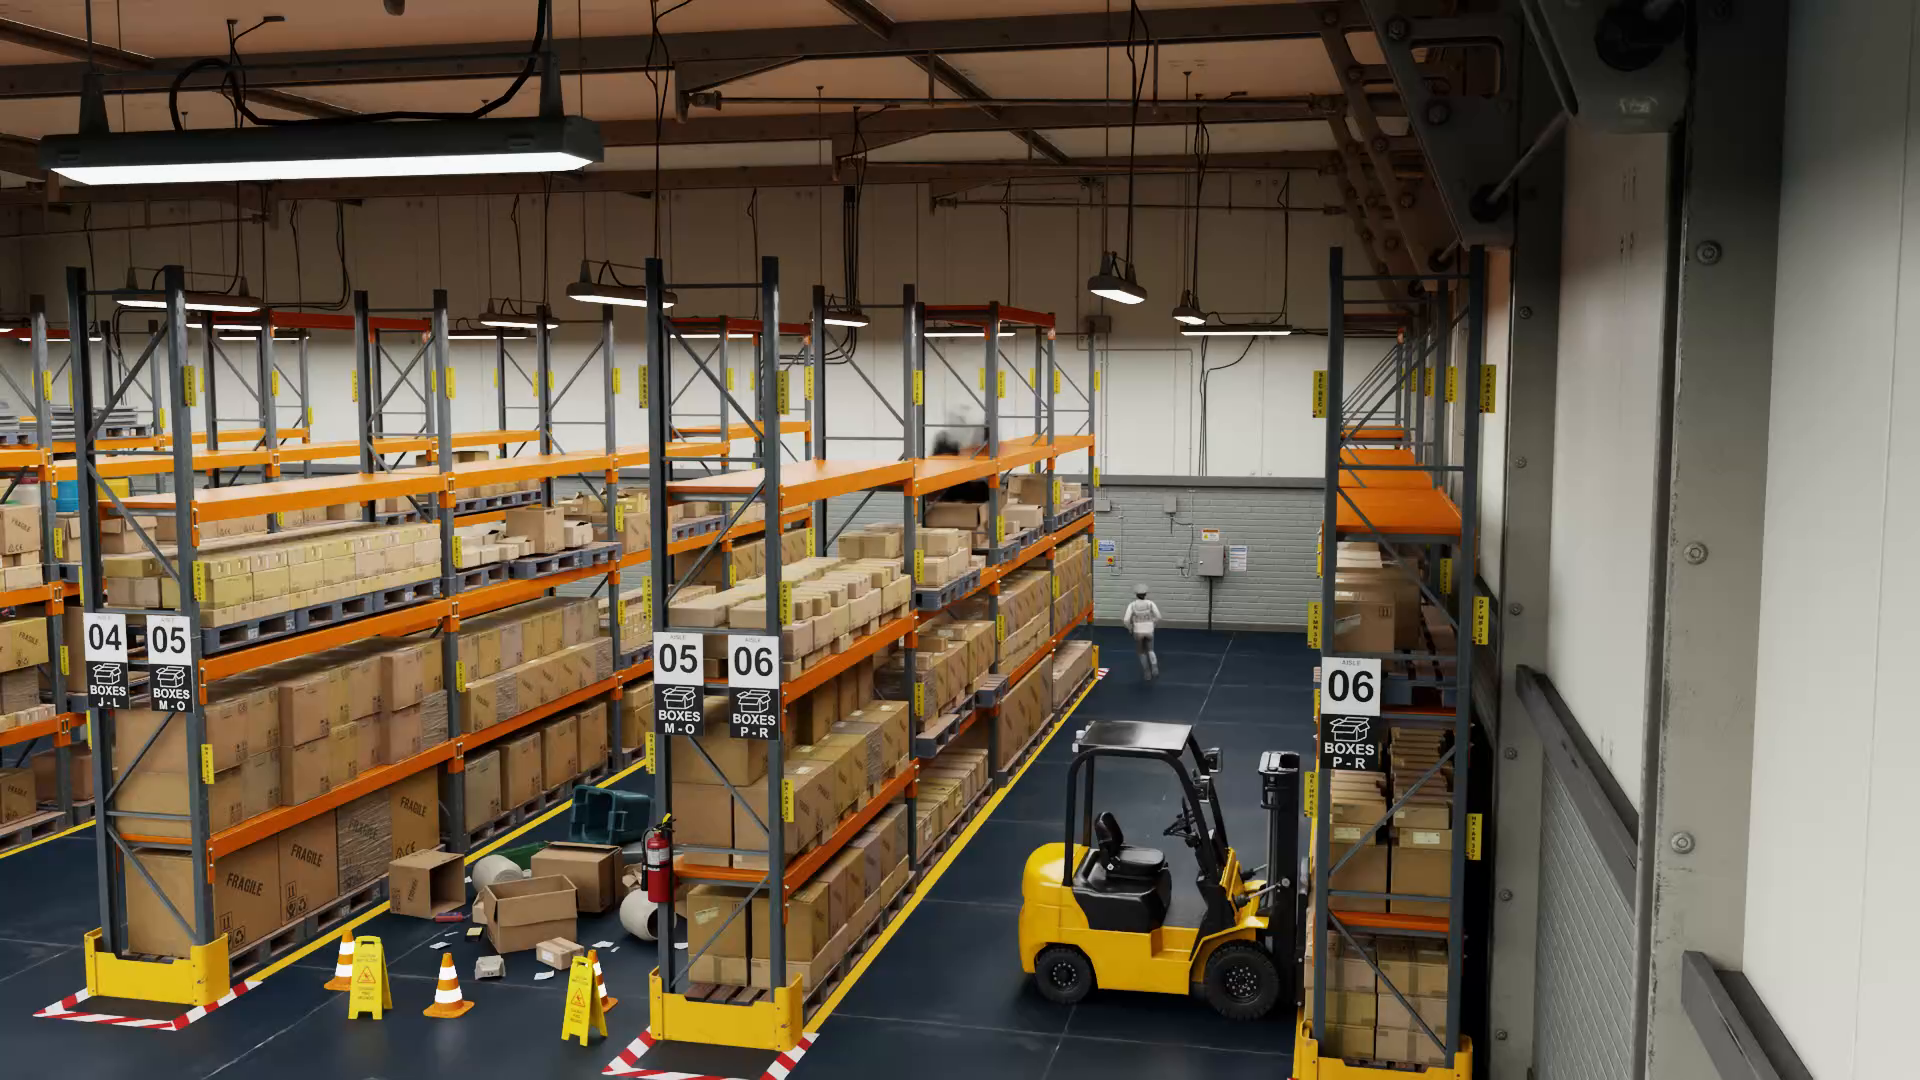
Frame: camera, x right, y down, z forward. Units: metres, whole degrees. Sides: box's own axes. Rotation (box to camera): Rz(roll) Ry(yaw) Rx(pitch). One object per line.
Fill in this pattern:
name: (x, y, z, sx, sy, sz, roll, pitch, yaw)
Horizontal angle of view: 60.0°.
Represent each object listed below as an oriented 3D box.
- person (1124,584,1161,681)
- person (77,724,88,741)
person: (3.028, 1.548, 27.703, 0.629, 1.644, 0.642, -1, 6, -5)
person: (-11.391, 2.093, 21.766, 0.664, 1.790, 0.944, 1, 6, 9)
